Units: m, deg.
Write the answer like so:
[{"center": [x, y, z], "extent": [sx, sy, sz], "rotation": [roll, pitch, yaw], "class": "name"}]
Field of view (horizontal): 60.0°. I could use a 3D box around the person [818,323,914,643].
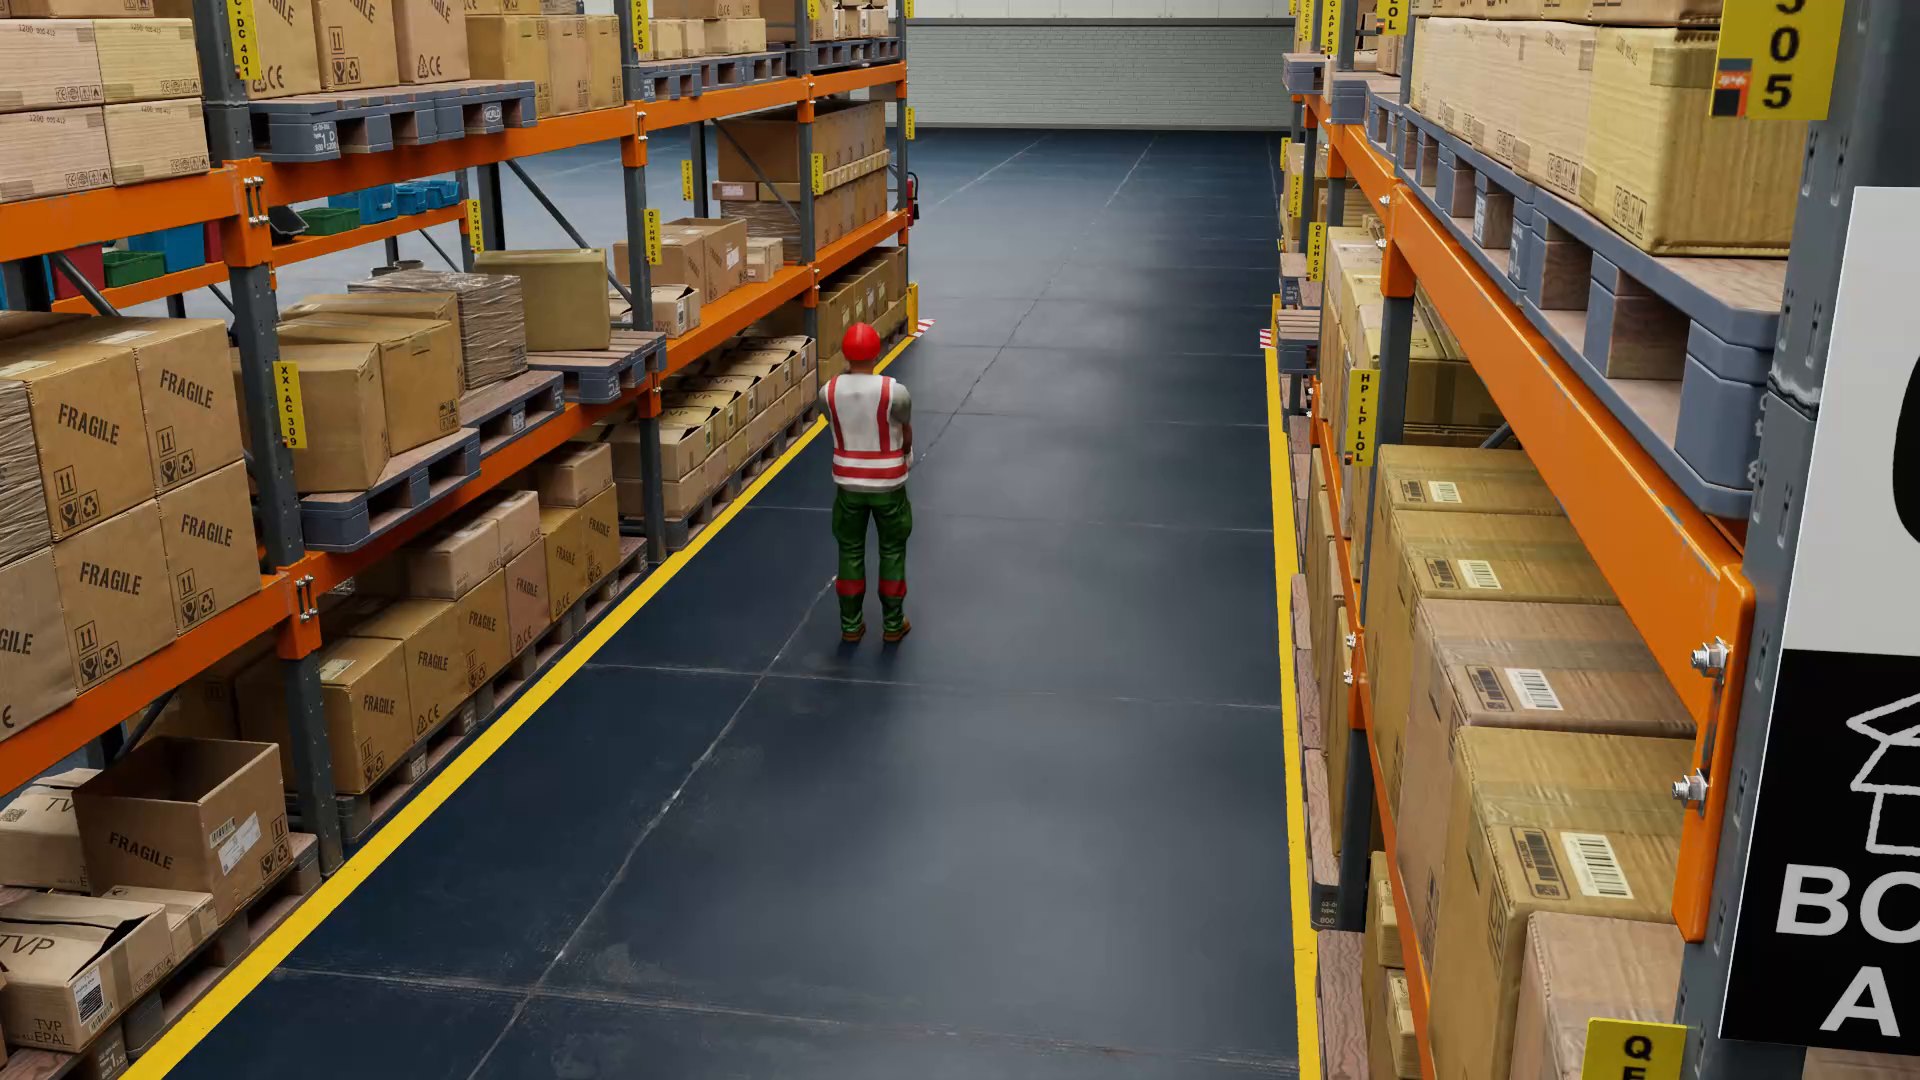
[{"center": [-0.479, -0.328, 9.053], "extent": [0.494, 1.782, 0.573], "rotation": [3, 18, 9], "class": "person"}]
